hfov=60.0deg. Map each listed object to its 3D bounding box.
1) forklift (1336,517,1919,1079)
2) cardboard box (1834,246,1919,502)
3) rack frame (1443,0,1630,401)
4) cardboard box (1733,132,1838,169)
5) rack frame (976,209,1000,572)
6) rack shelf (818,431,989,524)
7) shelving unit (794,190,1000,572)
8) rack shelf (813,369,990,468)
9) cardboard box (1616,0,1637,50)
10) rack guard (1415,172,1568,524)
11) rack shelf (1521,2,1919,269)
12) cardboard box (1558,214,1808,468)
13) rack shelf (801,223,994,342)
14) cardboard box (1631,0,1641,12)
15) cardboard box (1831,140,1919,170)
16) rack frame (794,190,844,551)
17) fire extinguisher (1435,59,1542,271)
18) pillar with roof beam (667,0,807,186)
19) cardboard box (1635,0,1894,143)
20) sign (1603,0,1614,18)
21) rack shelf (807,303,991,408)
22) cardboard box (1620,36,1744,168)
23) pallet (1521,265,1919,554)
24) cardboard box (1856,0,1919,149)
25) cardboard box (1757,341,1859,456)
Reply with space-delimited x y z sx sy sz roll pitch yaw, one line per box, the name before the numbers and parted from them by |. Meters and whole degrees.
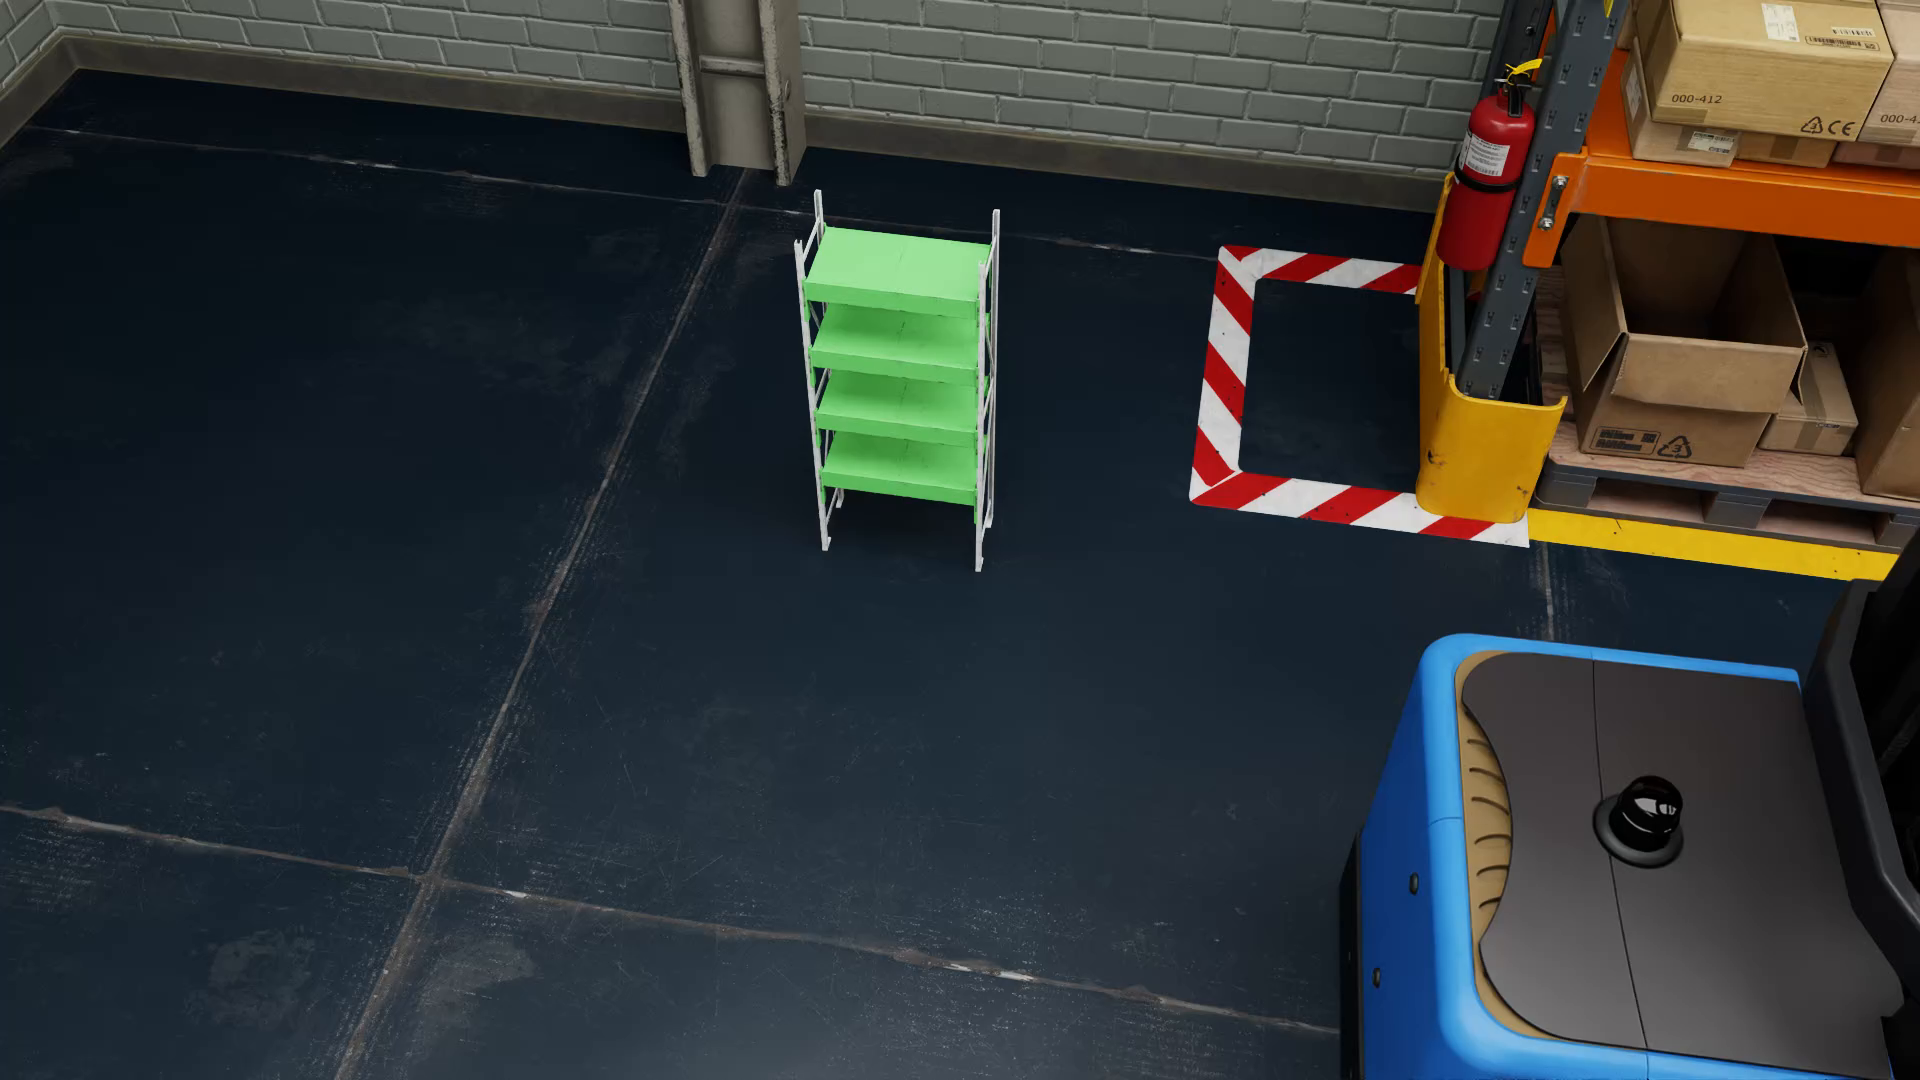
forklift | 2.421 0.446 2.879 3.031 2.935 1.130 6 48 5
cardboard box | 3.080 -0.520 5.099 0.500 0.500 0.700 9 49 8
rack frame | 1.661 -1.507 4.587 0.127 3.000 1.000 8 49 7
cardboard box | 2.194 -1.179 4.461 0.250 0.149 0.380 9 49 8
rack frame | 0.077 -0.391 4.794 0.015 1.200 0.240 8 49 7
rack shelf | -0.163 -0.220 5.049 0.480 0.148 0.258 8 49 7
shelving unit | -0.163 -0.423 4.823 0.503 1.200 0.258 8 49 7
rack shelf | -0.163 -0.380 4.871 0.480 0.148 0.258 8 49 7
cardboard box | 2.034 -1.575 4.818 0.250 0.149 0.380 7 48 6
rack guard | 1.735 -0.661 5.508 0.348 0.500 1.175 8 49 7
rack shelf | 3.629 -1.002 4.617 4.000 0.370 1.077 8 49 7
cardboard box | 2.246 -0.663 5.225 0.637 0.503 0.797 6 48 5
rack shelf | -0.163 -0.701 4.514 0.480 0.148 0.258 8 49 7
cardboard box | 2.160 -1.690 4.652 0.500 0.250 0.500 9 49 8
cardboard box | 2.458 -1.169 4.453 0.250 0.149 0.380 7 48 6
rack frame | -0.403 -0.455 4.852 0.015 1.200 0.240 8 49 7
fire extinguisher | 1.434 -1.037 4.468 0.183 0.674 0.296 8 49 7
pillar with roof beam | -1.598 -1.377 0.438 0.400 9.000 9.100 8 49 7
cardboard box | 2.059 -1.299 4.301 0.500 0.250 0.500 8 49 7
sign | 1.564 -1.399 3.908 0.005 0.325 0.100 8 49 7
rack shelf | -0.163 -0.541 4.692 0.480 0.148 0.258 8 49 7
cardboard box | 1.935 -1.179 4.461 0.250 0.149 0.380 7 48 7
pallet | 2.520 -0.460 5.522 1.213 0.211 1.003 8 49 7
cardboard box | 2.555 -1.232 4.242 0.500 0.250 0.500 8 49 7
cardboard box | 2.657 -0.459 5.280 0.250 0.149 0.380 6 48 5
